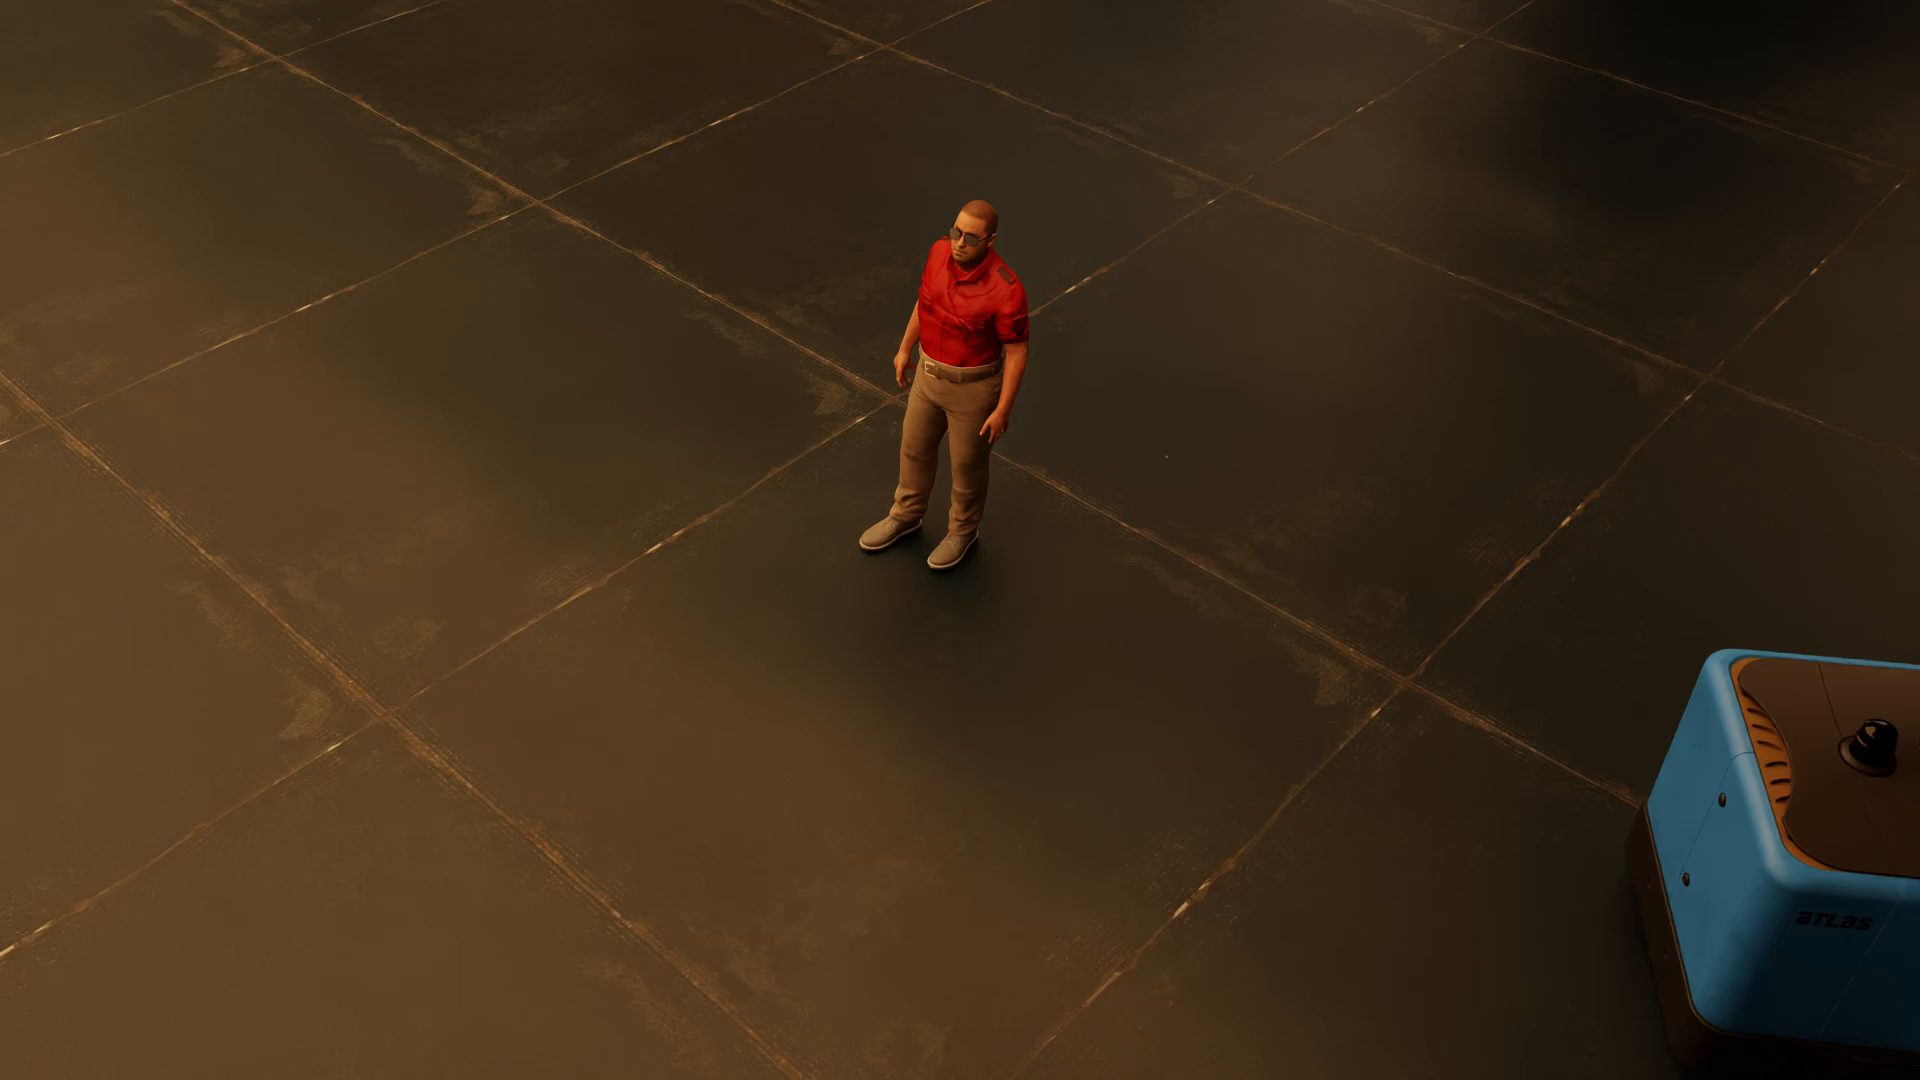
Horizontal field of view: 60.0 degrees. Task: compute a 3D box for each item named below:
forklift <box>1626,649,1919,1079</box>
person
[{"bbox_3d":[3.942,0.496,4.850,3.031,2.935,1.130,5,41,6],"label":"forklift"},{"bbox_3d":[-0.070,-0.624,7.068,0.640,1.727,0.551,31,49,31],"label":"person"}]
